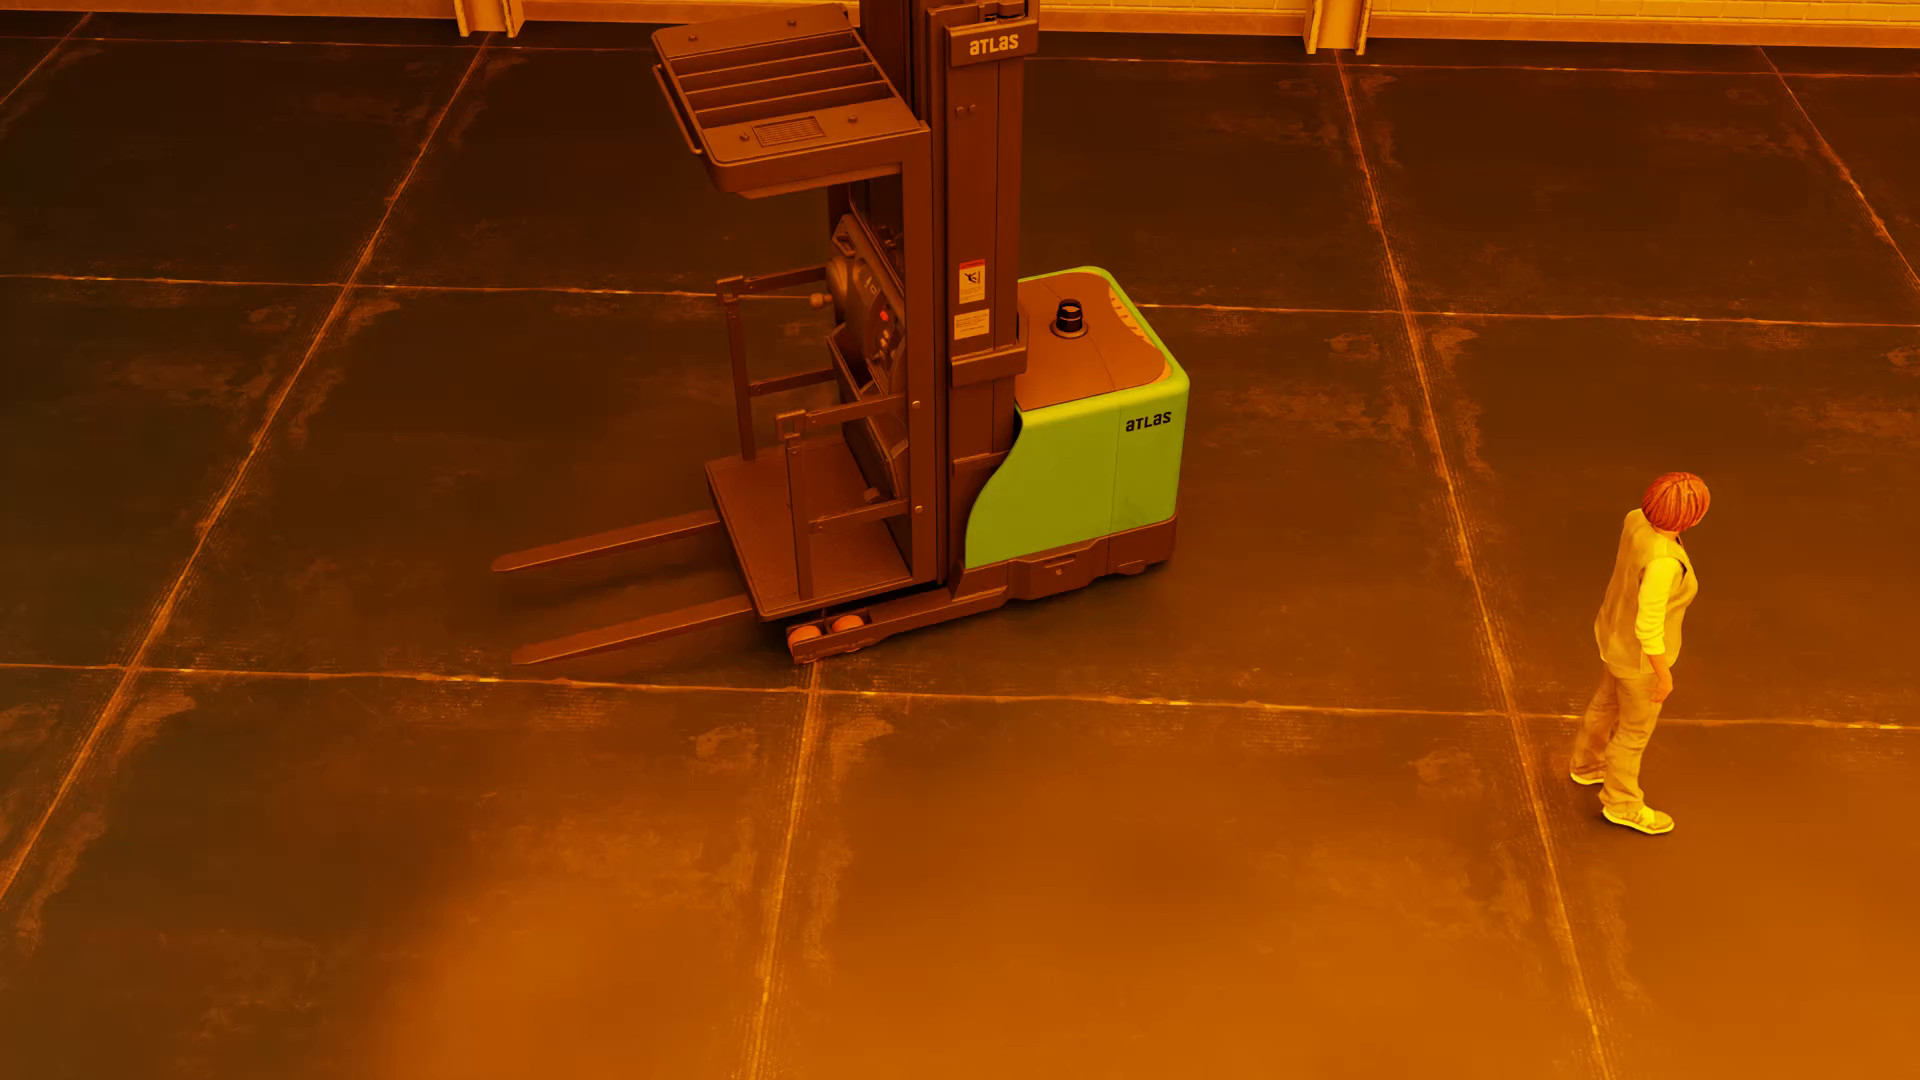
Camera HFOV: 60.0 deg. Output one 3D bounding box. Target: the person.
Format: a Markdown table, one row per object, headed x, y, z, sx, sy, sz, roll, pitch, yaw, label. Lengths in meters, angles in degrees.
| x | y | z | sx | sy | sz | roll | pitch | yaw | label |
| --- | --- | --- | --- | --- | --- | --- | --- | --- | --- |
| 2.631 | 0.405 | 6.280 | 0.470 | 1.600 | 0.515 | 4 | 43 | 4 | person |

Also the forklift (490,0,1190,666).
| x | y | z | sx | sy | sz | roll | pitch | yaw | label |
| --- | --- | --- | --- | --- | --- | --- | --- | --- | --- |
| -0.573 | -0.945 | 6.778 | 3.031 | 2.935 | 1.130 | -13 | 44 | -14 | forklift |
